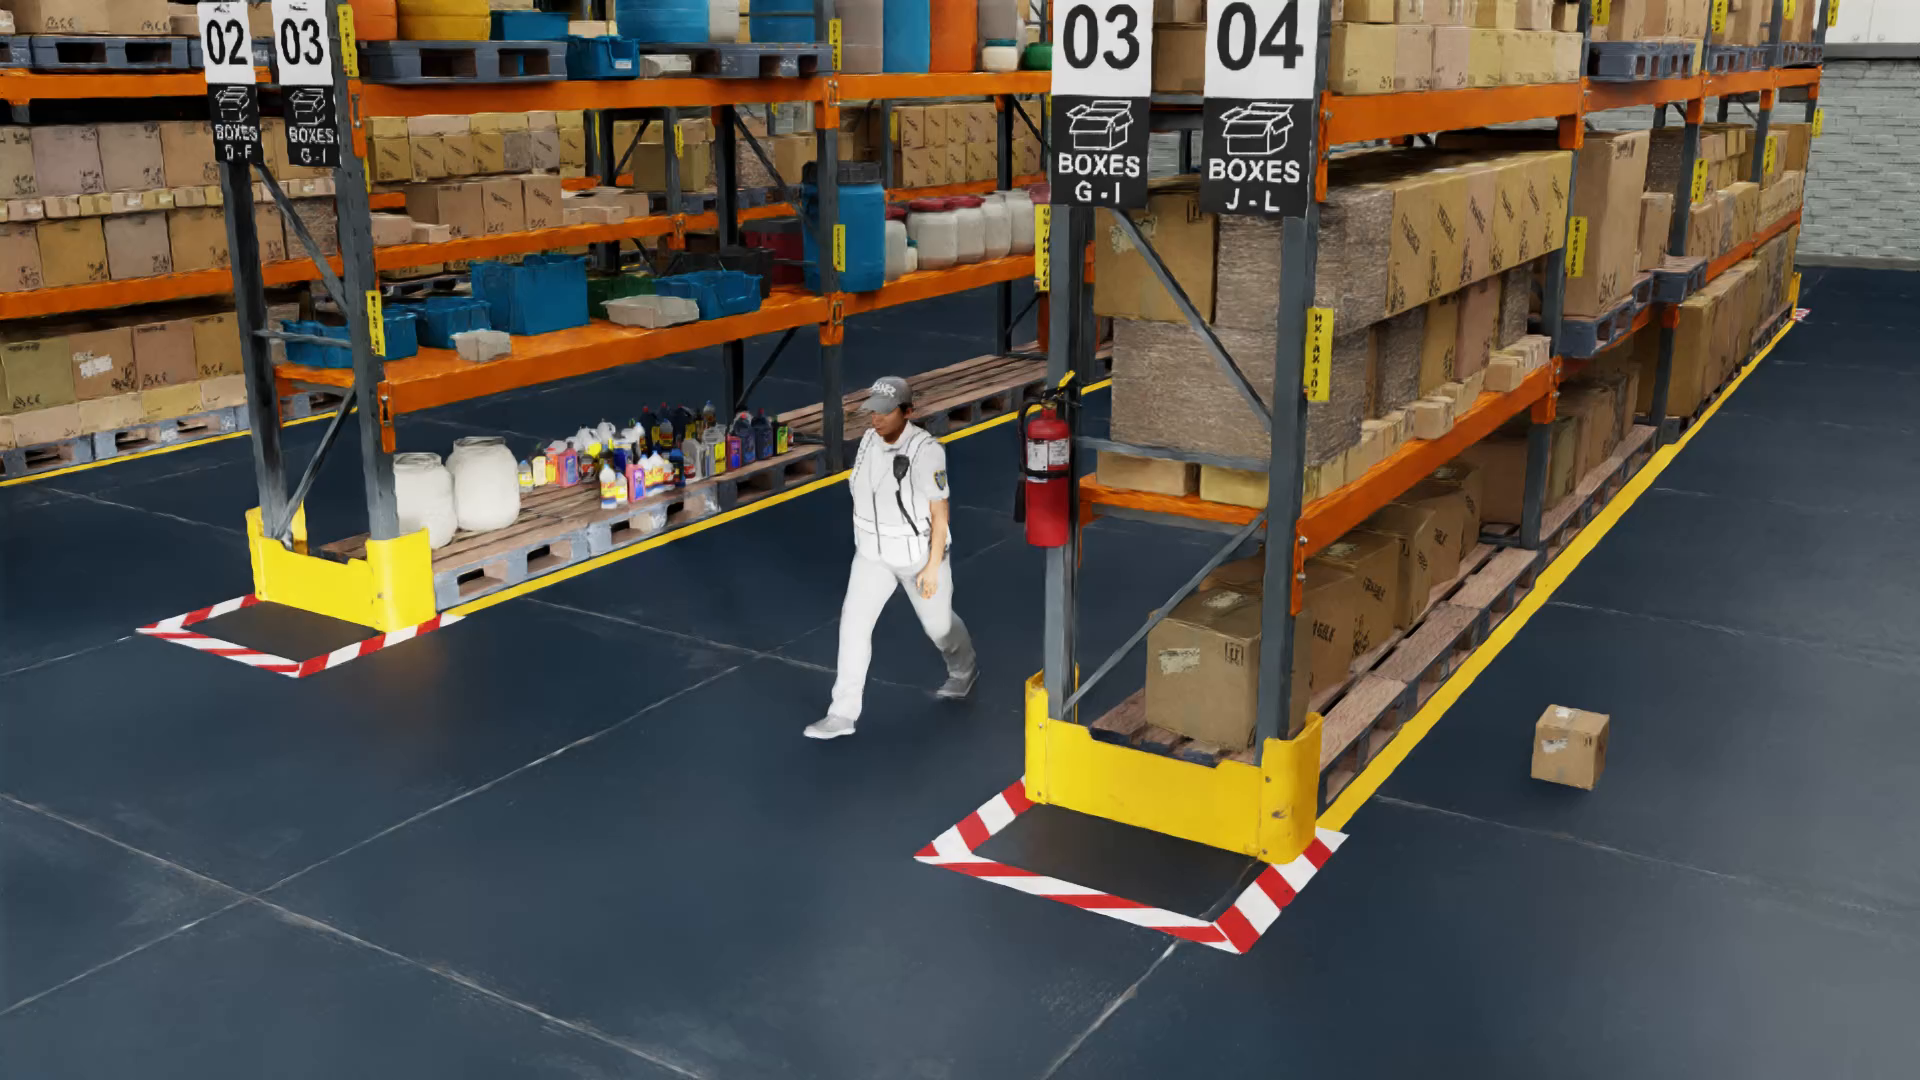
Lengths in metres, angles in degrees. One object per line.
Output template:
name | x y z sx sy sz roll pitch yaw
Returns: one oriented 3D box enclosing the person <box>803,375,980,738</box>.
person | -0.258 0.052 7.389 0.484 1.605 1.040 9 19 29
